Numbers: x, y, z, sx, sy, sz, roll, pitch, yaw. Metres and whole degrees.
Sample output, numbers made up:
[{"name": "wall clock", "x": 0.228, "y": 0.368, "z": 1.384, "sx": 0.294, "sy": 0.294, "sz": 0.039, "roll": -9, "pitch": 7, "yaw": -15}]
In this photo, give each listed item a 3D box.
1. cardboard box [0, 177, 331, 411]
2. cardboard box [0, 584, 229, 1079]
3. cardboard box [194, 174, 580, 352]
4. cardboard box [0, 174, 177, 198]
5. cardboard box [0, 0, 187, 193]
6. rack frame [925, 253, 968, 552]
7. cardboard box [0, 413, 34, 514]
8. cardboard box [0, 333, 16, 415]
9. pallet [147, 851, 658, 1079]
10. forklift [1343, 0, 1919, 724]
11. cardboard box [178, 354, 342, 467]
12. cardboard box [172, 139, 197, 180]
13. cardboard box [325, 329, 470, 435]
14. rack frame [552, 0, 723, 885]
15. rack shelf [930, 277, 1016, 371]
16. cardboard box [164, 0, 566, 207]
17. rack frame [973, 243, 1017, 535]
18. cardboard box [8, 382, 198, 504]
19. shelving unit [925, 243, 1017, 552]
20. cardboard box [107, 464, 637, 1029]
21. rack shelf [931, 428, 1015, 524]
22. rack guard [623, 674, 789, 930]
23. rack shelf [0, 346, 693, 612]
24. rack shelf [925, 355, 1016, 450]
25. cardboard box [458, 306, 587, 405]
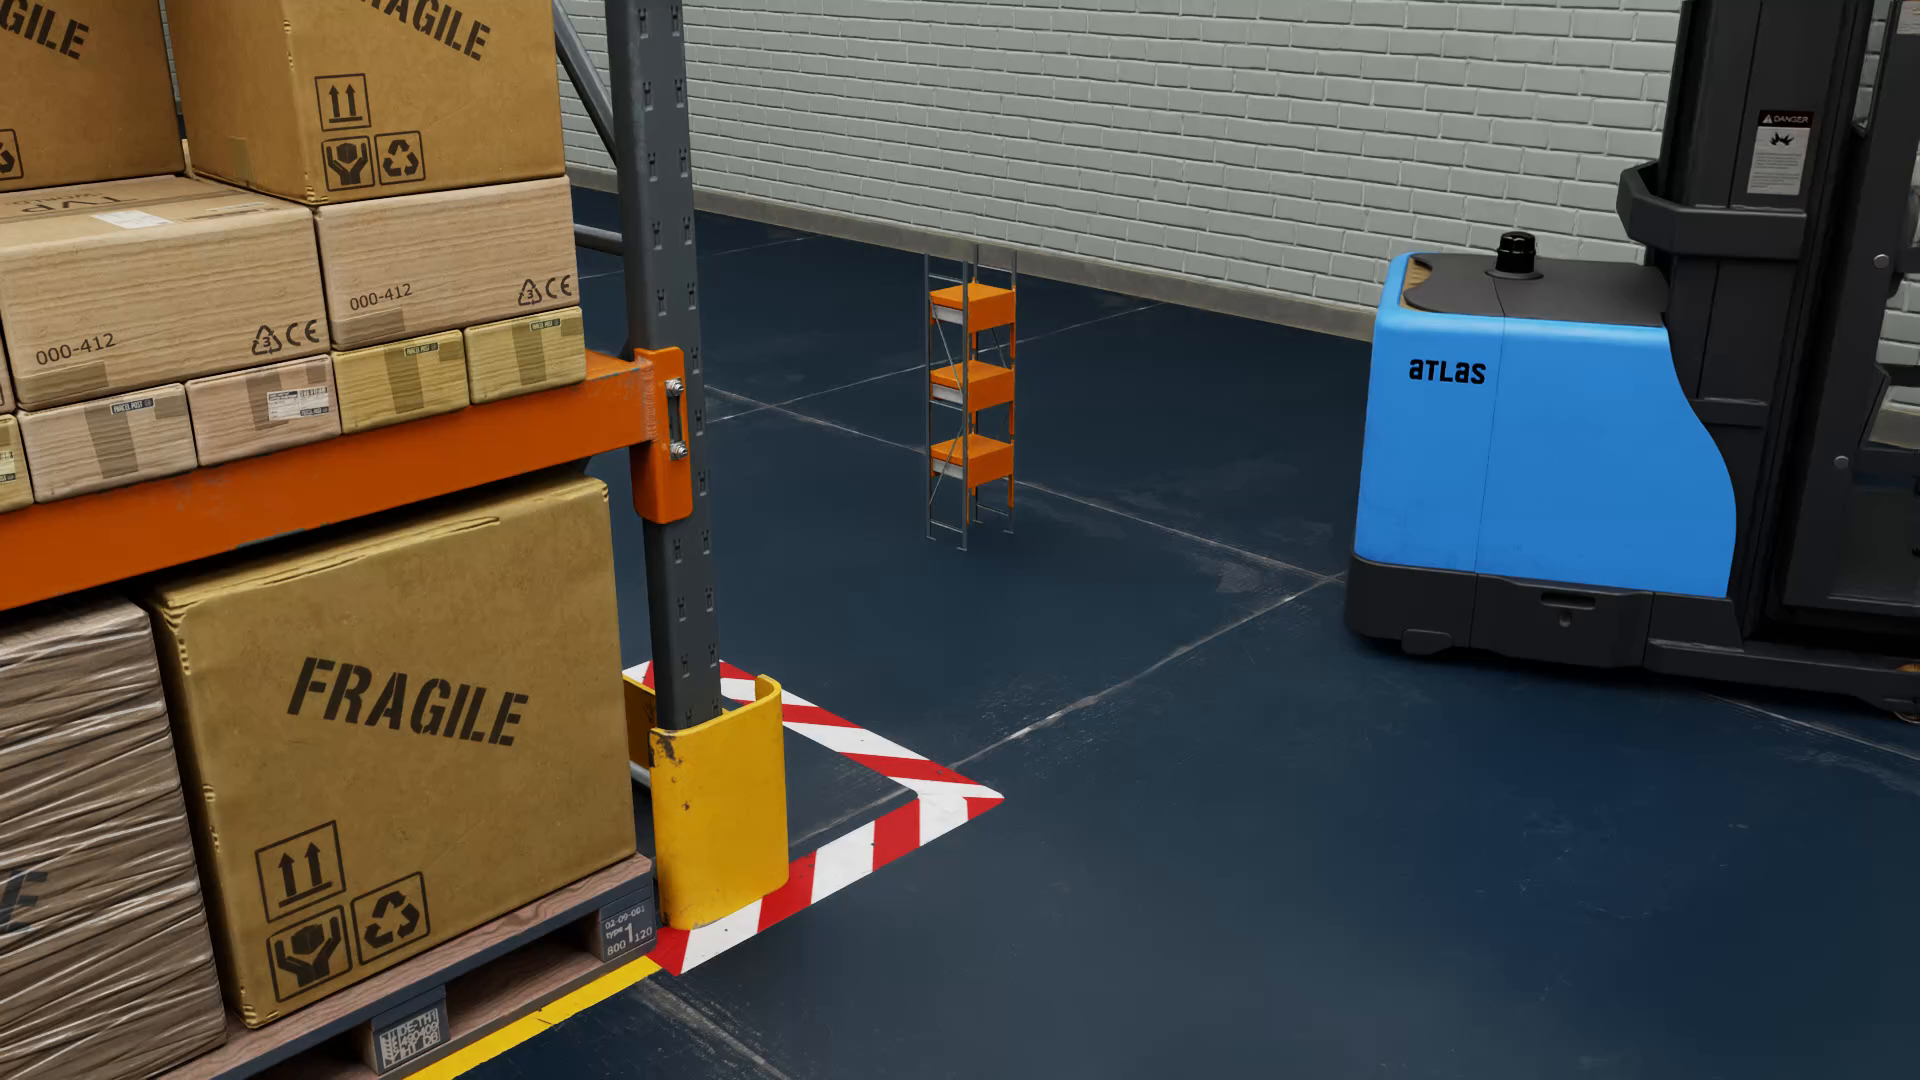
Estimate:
[{"name": "cardboard box", "x": -1.439, "y": -0.437, "z": 2.825, "sx": 0.500, "sy": 0.250, "sz": 0.500, "roll": 19, "pitch": 28, "yaw": 40}, {"name": "cardboard box", "x": -1.960, "y": 0.525, "z": 2.904, "sx": 0.875, "sy": 0.875, "sz": 0.875, "roll": 19, "pitch": 28, "yaw": 41}, {"name": "cardboard box", "x": -1.084, "y": -0.567, "z": 3.163, "sx": 0.500, "sy": 0.250, "sz": 0.500, "roll": 19, "pitch": 28, "yaw": 40}, {"name": "cardboard box", "x": -1.823, "y": -0.567, "z": 3.163, "sx": 0.500, "sy": 0.250, "sz": 0.500, "roll": 19, "pitch": 28, "yaw": 40}, {"name": "cardboard box", "x": -1.813, "y": -0.924, "z": 3.046, "sx": 0.500, "sy": 0.500, "sz": 0.500, "roll": 18, "pitch": 28, "yaw": 39}, {"name": "rack frame", "x": -0.048, "y": -0.472, "z": 5.840, "sx": 0.200, "sy": 1.050, "sz": 0.008, "roll": 19, "pitch": 28, "yaw": 41}, {"name": "cardboard box", "x": -1.660, "y": -0.135, "z": 2.595, "sx": 0.380, "sy": 0.149, "sz": 0.250, "roll": 18, "pitch": 28, "yaw": 39}, {"name": "cardboard box", "x": -1.793, "y": -0.306, "z": 2.484, "sx": 0.500, "sy": 0.250, "sz": 0.500, "roll": 18, "pitch": 27, "yaw": 39}, {"name": "pallet", "x": -1.438, "y": 0.838, "z": 3.601, "sx": 1.003, "sy": 0.211, "sz": 1.213, "roll": 19, "pitch": 28, "yaw": 41}, {"name": "forklift", "x": 2.775, "y": -1.040, "z": 4.694, "sx": 3.031, "sy": 2.935, "sz": 1.130, "roll": 6, "pitch": 22, "yaw": 15}, {"name": "cardboard box", "x": -1.306, "y": -0.266, "z": 2.936, "sx": 0.380, "sy": 0.149, "sz": 0.250, "roll": 19, "pitch": 28, "yaw": 41}, {"name": "cardboard box", "x": -1.465, "y": -0.702, "z": 3.515, "sx": 0.500, "sy": 0.250, "sz": 0.500, "roll": 18, "pitch": 28, "yaw": 39}, {"name": "cardboard box", "x": -1.129, "y": -0.331, "z": 3.104, "sx": 0.380, "sy": 0.149, "sz": 0.250, "roll": 20, "pitch": 28, "yaw": 41}, {"name": "rack frame", "x": -0.936, "y": -0.689, "z": 3.687, "sx": 1.000, "sy": 3.000, "sz": 0.127, "roll": 19, "pitch": 28, "yaw": 41}, {"name": "rack shelf", "x": 0.037, "y": -0.759, "z": 5.824, "sx": 0.215, "sy": 0.259, "sz": 0.240, "roll": 19, "pitch": 28, "yaw": 41}, {"name": "cardboard box", "x": -1.088, "y": -0.917, "z": 3.029, "sx": 0.500, "sy": 0.500, "sz": 0.500, "roll": 20, "pitch": 29, "yaw": 41}, {"name": "rack frame", "x": 0.122, "y": -0.535, "z": 6.004, "sx": 0.200, "sy": 1.050, "sz": 0.008, "roll": 19, "pitch": 28, "yaw": 41}, {"name": "cardboard box", "x": -1.481, "y": -0.202, "z": 2.770, "sx": 0.250, "sy": 0.149, "sz": 0.380, "roll": -20, "pitch": 28, "yaw": -41}, {"name": "shelving unit", "x": 0.037, "y": -0.504, "z": 5.922, "sx": 0.215, "sy": 1.050, "sz": 0.252, "roll": 19, "pitch": 28, "yaw": 41}, {"name": "cardboard box", "x": -1.326, "y": 0.291, "z": 3.513, "sx": 0.875, "sy": 0.875, "sz": 0.875, "roll": 19, "pitch": 28, "yaw": 41}, {"name": "rack shelf", "x": 0.037, "y": -0.234, "z": 6.026, "sx": 0.215, "sy": 0.259, "sz": 0.240, "roll": 19, "pitch": 28, "yaw": 41}, {"name": "rack guard", "x": -0.920, "y": 0.471, "z": 4.151, "sx": 1.175, "sy": 0.500, "sz": 0.348, "roll": 19, "pitch": 28, "yaw": 41}, {"name": "rack shelf", "x": -2.332, "y": 0.161, "z": 2.478, "sx": 1.077, "sy": 0.370, "sz": 4.000, "roll": 19, "pitch": 28, "yaw": 41}, {"name": "rack shelf", "x": 0.037, "y": -0.494, "z": 5.926, "sx": 0.215, "sy": 0.259, "sz": 0.240, "roll": 19, "pitch": 28, "yaw": 41}, {"name": "cardboard box", "x": -0.949, "y": -0.398, "z": 3.279, "sx": 0.250, "sy": 0.149, "sz": 0.380, "roll": -20, "pitch": 28, "yaw": -41}]
